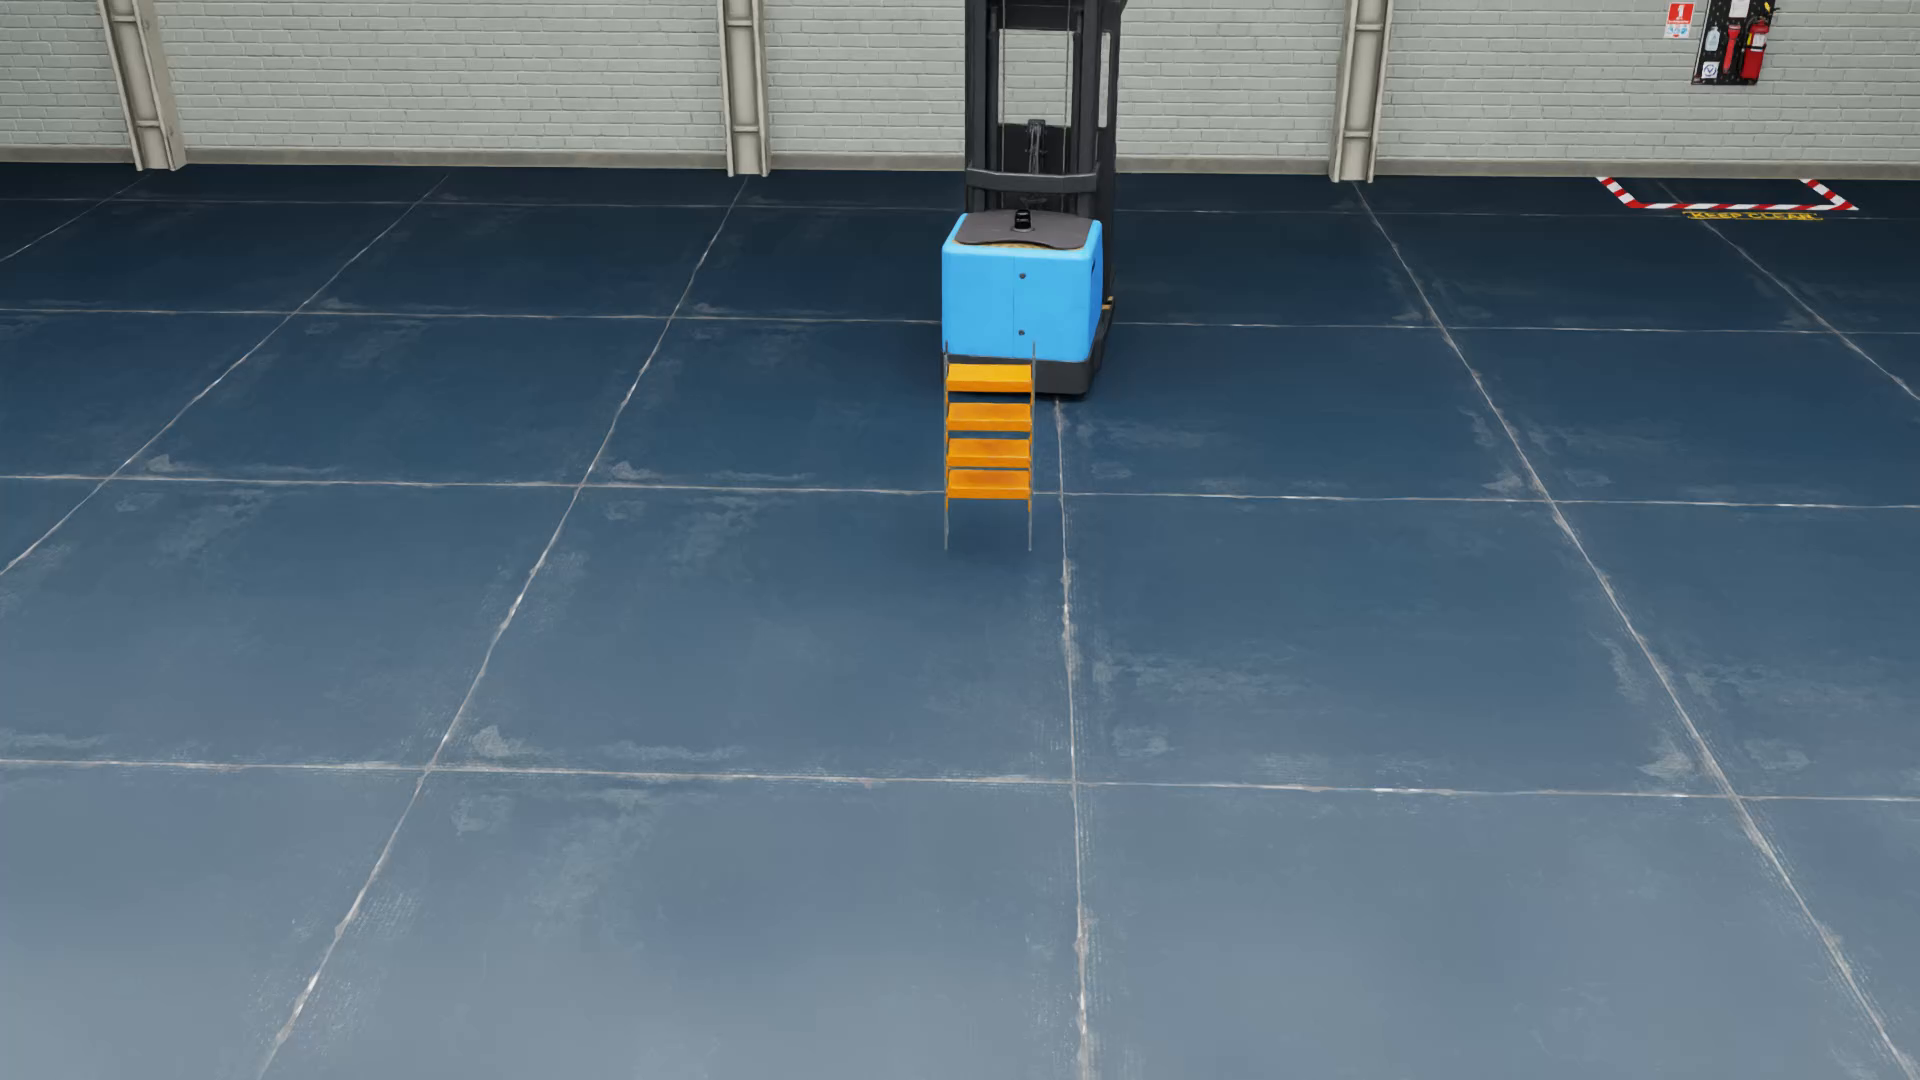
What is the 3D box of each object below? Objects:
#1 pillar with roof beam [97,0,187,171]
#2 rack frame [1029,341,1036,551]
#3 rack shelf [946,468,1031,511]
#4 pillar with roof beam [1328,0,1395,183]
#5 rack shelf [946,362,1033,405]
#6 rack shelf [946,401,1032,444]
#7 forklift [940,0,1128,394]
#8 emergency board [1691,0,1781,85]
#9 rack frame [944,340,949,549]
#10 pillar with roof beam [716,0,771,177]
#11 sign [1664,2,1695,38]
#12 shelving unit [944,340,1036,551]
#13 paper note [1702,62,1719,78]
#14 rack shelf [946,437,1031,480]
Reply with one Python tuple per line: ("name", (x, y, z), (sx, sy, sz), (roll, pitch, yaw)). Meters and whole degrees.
("pillar with roof beam", (-8.262, -5.760, 11.008), (0.400, 9.000, 9.100), (1, 28, 2))
("rack frame", (0.409, -0.523, 9.456), (0.015, 1.200, 0.240), (1, 28, 2))
("rack shelf", (0.165, -0.293, 9.588), (0.480, 0.148, 0.258), (1, 28, 2))
("pillar with roof beam", (3.730, -5.562, 10.634), (0.400, 9.000, 9.100), (1, 28, 2))
("rack shelf", (0.165, -0.875, 9.280), (0.480, 0.148, 0.258), (1, 28, 2))
("rack shelf", (0.165, -0.666, 9.391), (0.480, 0.148, 0.258), (1, 28, 2))
("forklift", (0.620, -2.970, 12.224), (1.130, 2.935, 3.031), (5, 28, 9))
("emergency board", (7.410, -4.886, 15.764), (0.643, 1.169, 0.194), (1, 28, 2))
("rack frame", (-0.078, -0.531, 9.471), (0.015, 1.200, 0.240), (1, 28, 2))
("pillar with roof beam", (-2.266, -5.661, 10.821), (0.400, 9.000, 9.100), (1, 28, 2))
("sign", (6.861, -4.959, 15.864), (0.234, 0.329, 0.001), (1, 28, 2))
("shelving unit", (0.165, -0.527, 9.464), (0.503, 1.200, 0.258), (1, 28, 2))
("paper note", (7.236, -4.532, 16.037), (0.142, 0.148, 0.016), (1, 28, 2))
("rack shelf", (0.165, -0.468, 9.495), (0.480, 0.148, 0.258), (1, 28, 2))
